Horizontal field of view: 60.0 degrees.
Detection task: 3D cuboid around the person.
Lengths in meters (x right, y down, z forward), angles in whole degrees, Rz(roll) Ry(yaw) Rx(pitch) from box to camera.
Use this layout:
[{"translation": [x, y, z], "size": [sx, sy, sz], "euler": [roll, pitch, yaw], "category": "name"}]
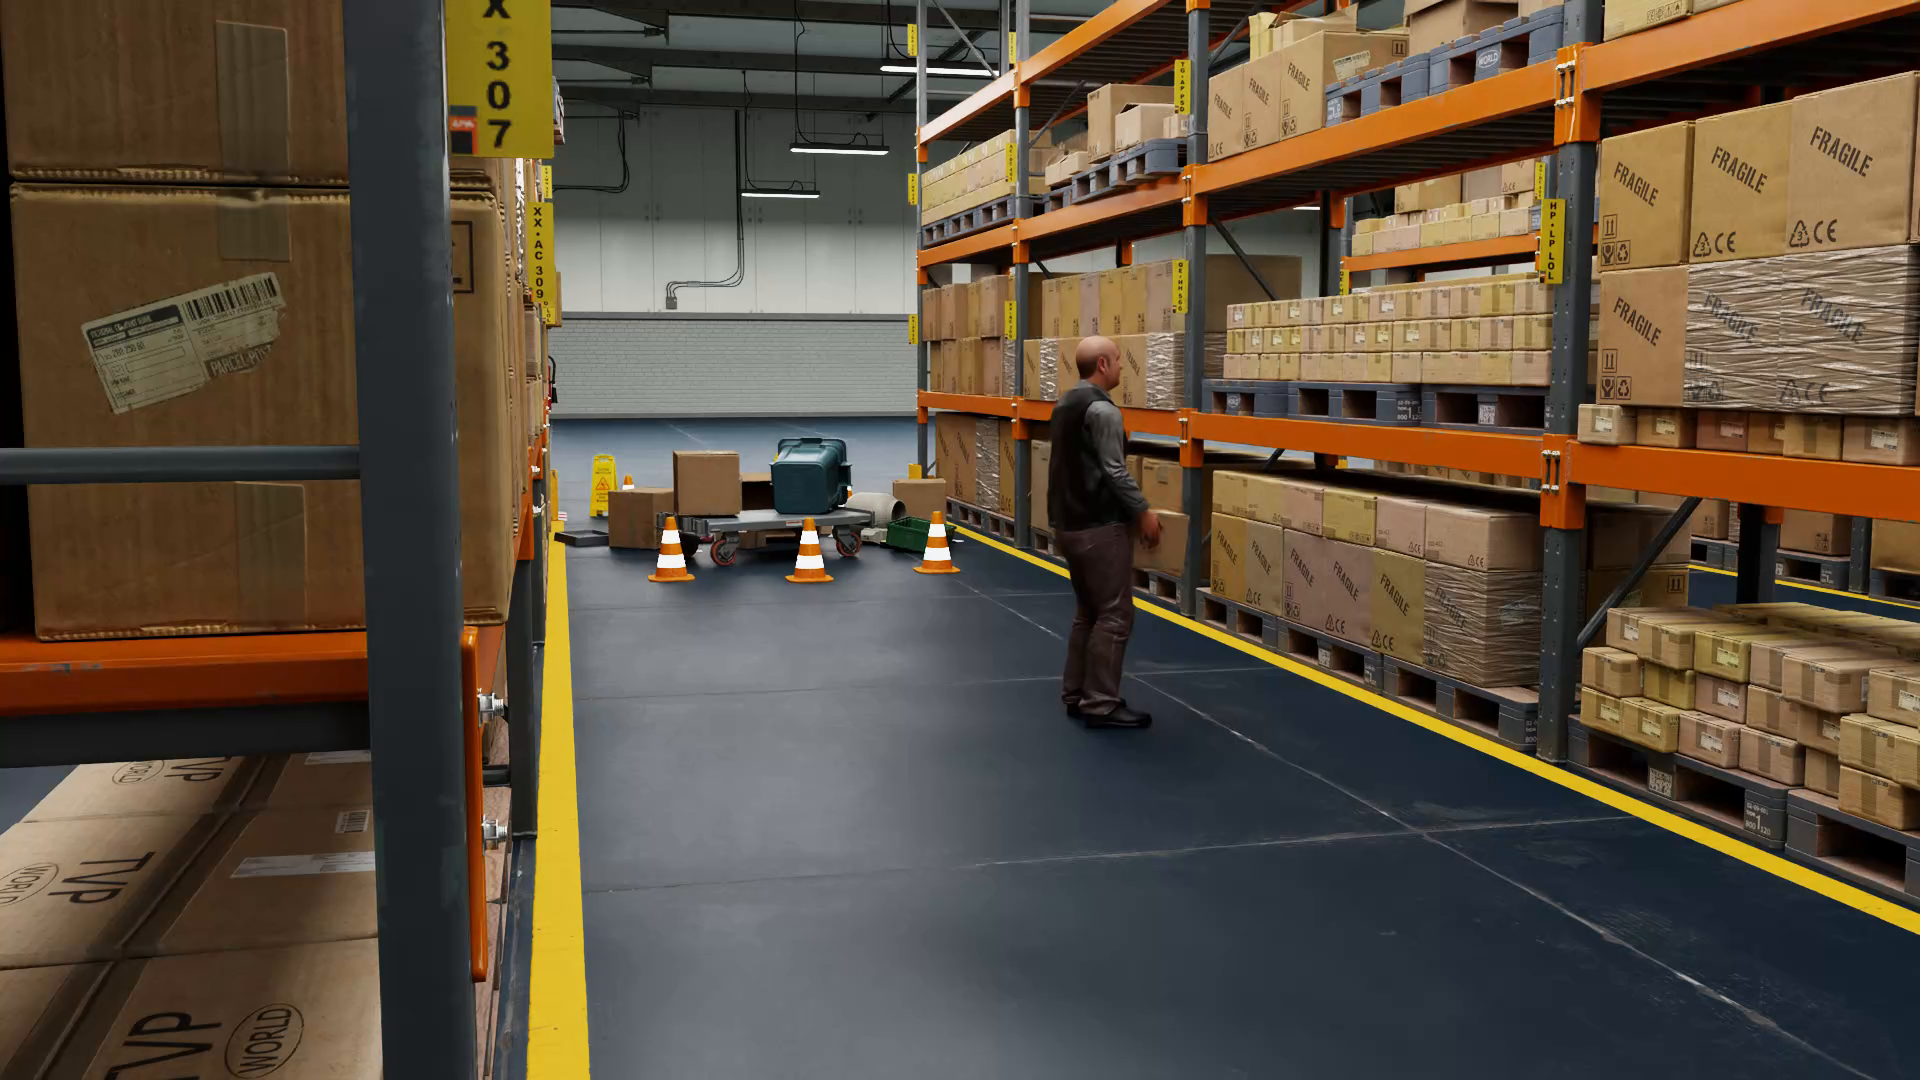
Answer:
[{"translation": [0.636, -0.047, 7.471], "size": [0.482, 1.728, 0.544], "euler": [-2, 6, -15], "category": "person"}]
